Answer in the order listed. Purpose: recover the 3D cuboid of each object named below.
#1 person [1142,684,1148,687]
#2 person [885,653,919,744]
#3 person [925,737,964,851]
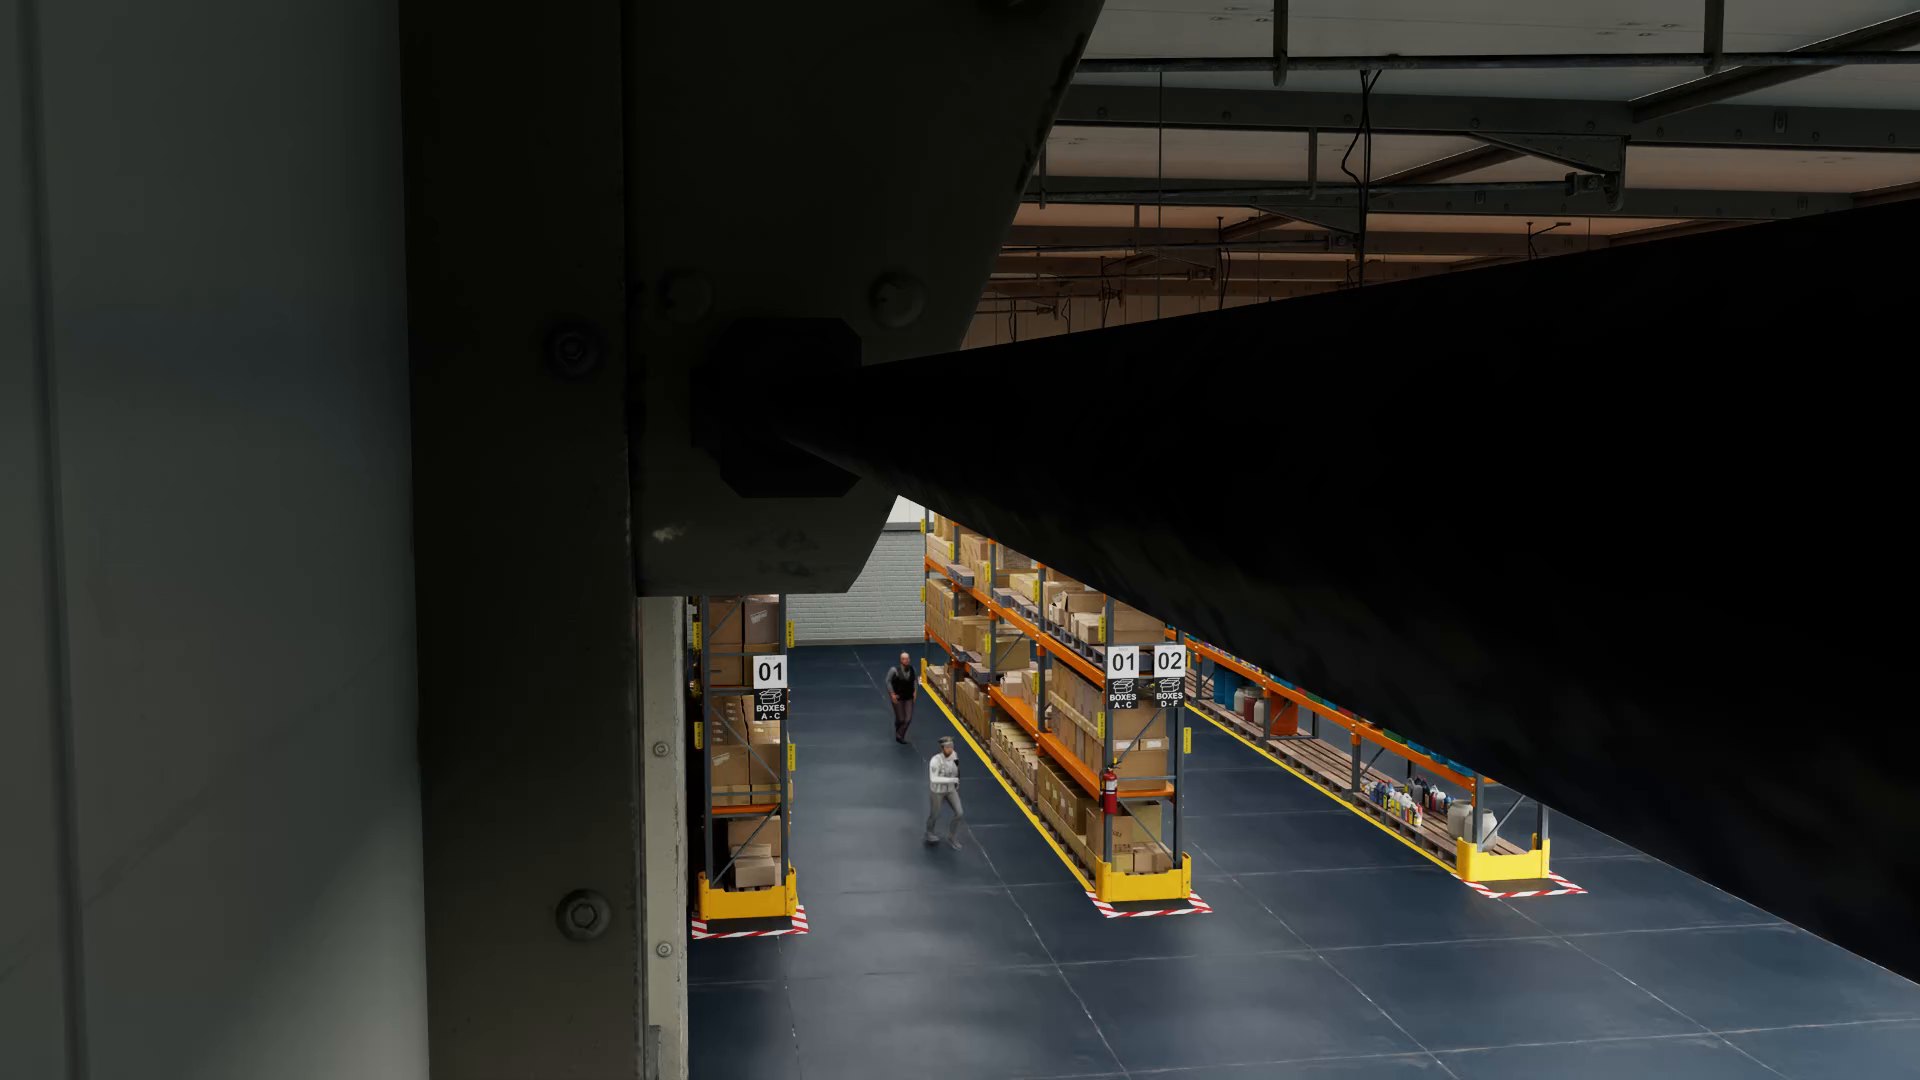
[{"bbox_3d":[3.684,2.653,33.120,0.581,1.553,0.840,2,5,22],"label":"person"},{"bbox_3d":[-1.055,2.857,30.166,0.657,1.665,0.557,-2,5,-20],"label":"person"},{"bbox_3d":[-0.233,3.488,23.066,0.544,1.632,0.898,-3,6,-27],"label":"person"}]
